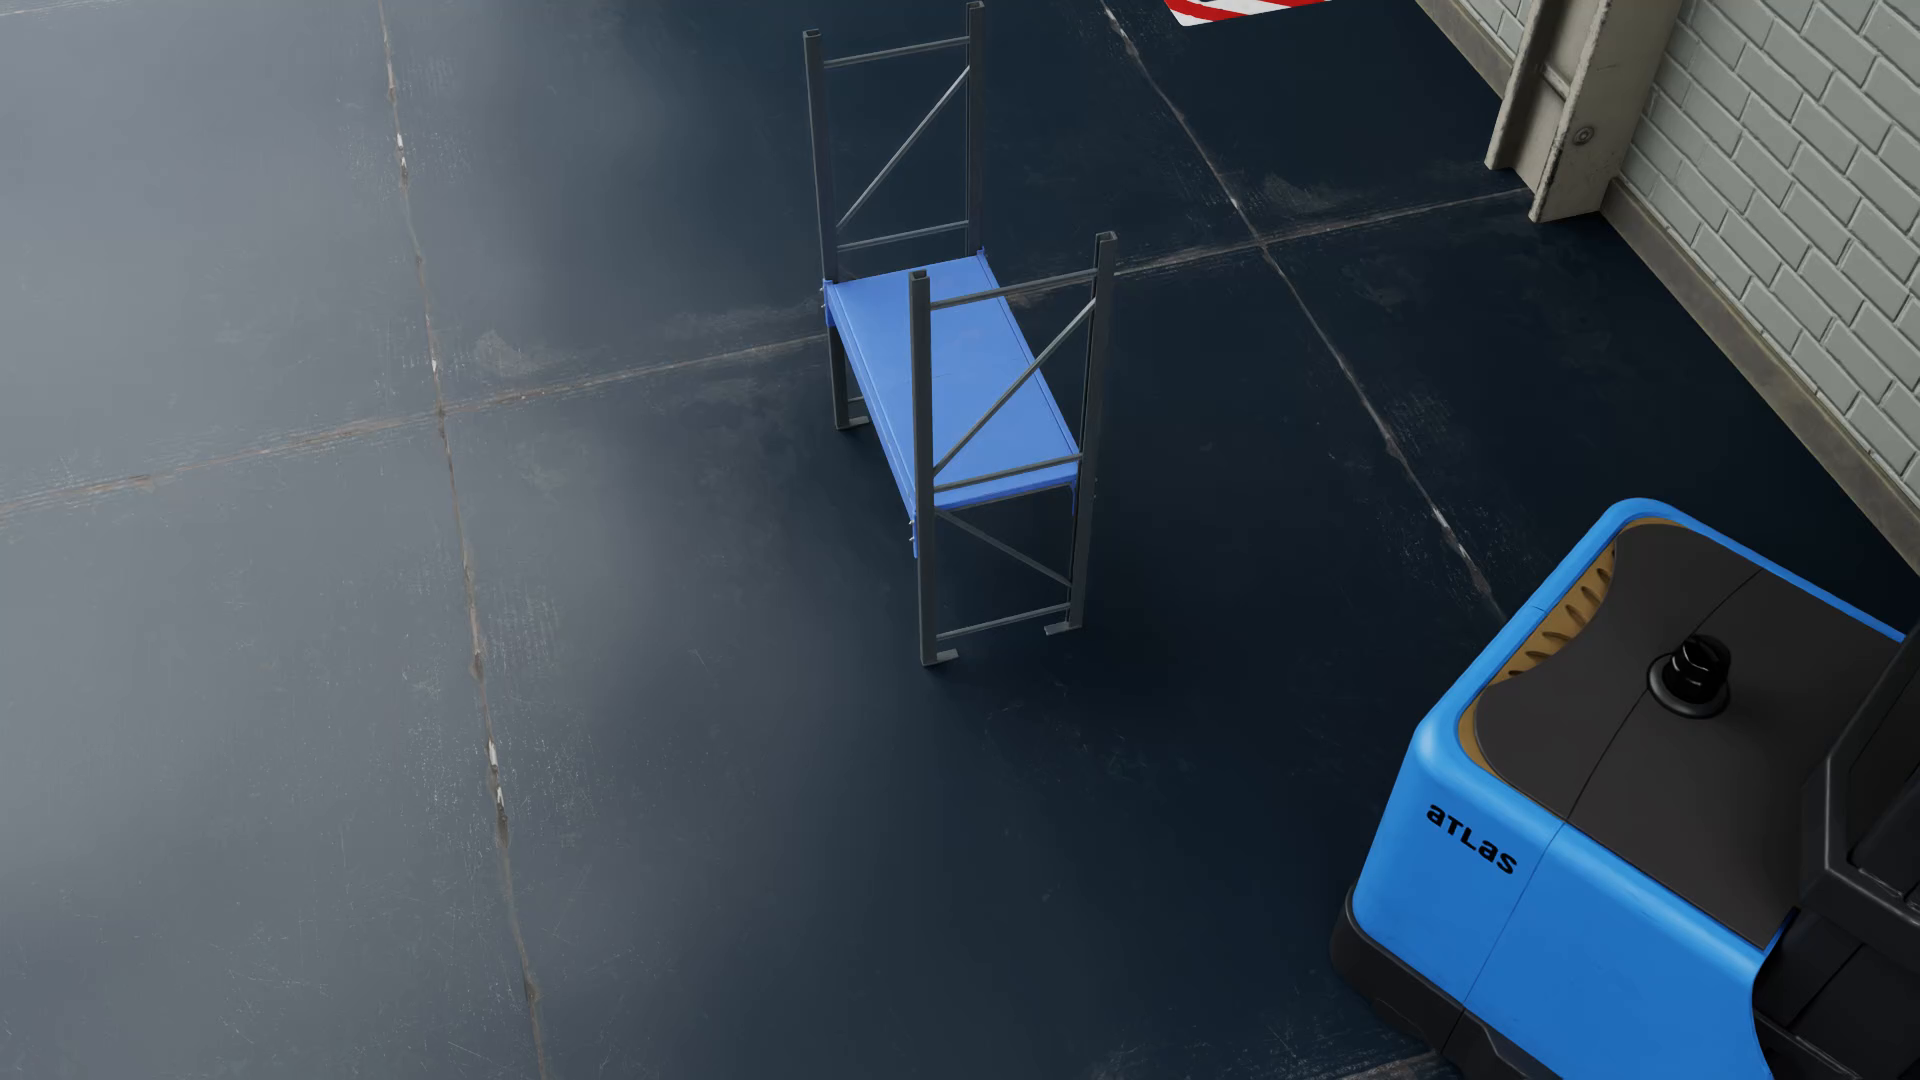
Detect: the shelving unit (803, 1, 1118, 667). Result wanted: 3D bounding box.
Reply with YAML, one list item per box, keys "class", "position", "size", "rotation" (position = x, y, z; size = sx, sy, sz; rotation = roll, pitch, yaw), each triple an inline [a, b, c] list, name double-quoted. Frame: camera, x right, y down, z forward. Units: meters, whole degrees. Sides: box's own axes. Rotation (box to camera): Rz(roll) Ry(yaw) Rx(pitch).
- class: "shelving unit"
  position: [-0.025, -0.546, 4.729]
  size: [0.538, 1.500, 1.048]
  rotation: [-13, 51, -11]

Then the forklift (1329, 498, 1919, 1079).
- class: "forklift"
  position: [2.374, 0.655, 2.781]
  size: [3.031, 2.935, 1.130]
  rotation: [35, 58, 26]

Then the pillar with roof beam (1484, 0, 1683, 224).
- class: "pillar with roof beam"
  position: [-1.862, -3.296, 2.143]
  size: [9.100, 9.000, 0.400]
  rotation: [-13, 51, -11]

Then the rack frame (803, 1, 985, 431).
- class: "rack frame"
  position: [-0.176, -0.917, 5.042]
  size: [0.500, 1.500, 0.032]
  rotation: [-13, 51, -11]

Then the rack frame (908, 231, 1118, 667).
- class: "rack frame"
  position: [0.125, -0.174, 4.416]
  size: [0.500, 1.500, 0.032]
  rotation: [-13, 51, -11]

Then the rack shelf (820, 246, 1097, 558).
- class: "rack shelf"
  position: [-0.025, -0.430, 4.867]
  size: [0.538, 0.185, 1.000]
  rotation: [-13, 51, -11]
